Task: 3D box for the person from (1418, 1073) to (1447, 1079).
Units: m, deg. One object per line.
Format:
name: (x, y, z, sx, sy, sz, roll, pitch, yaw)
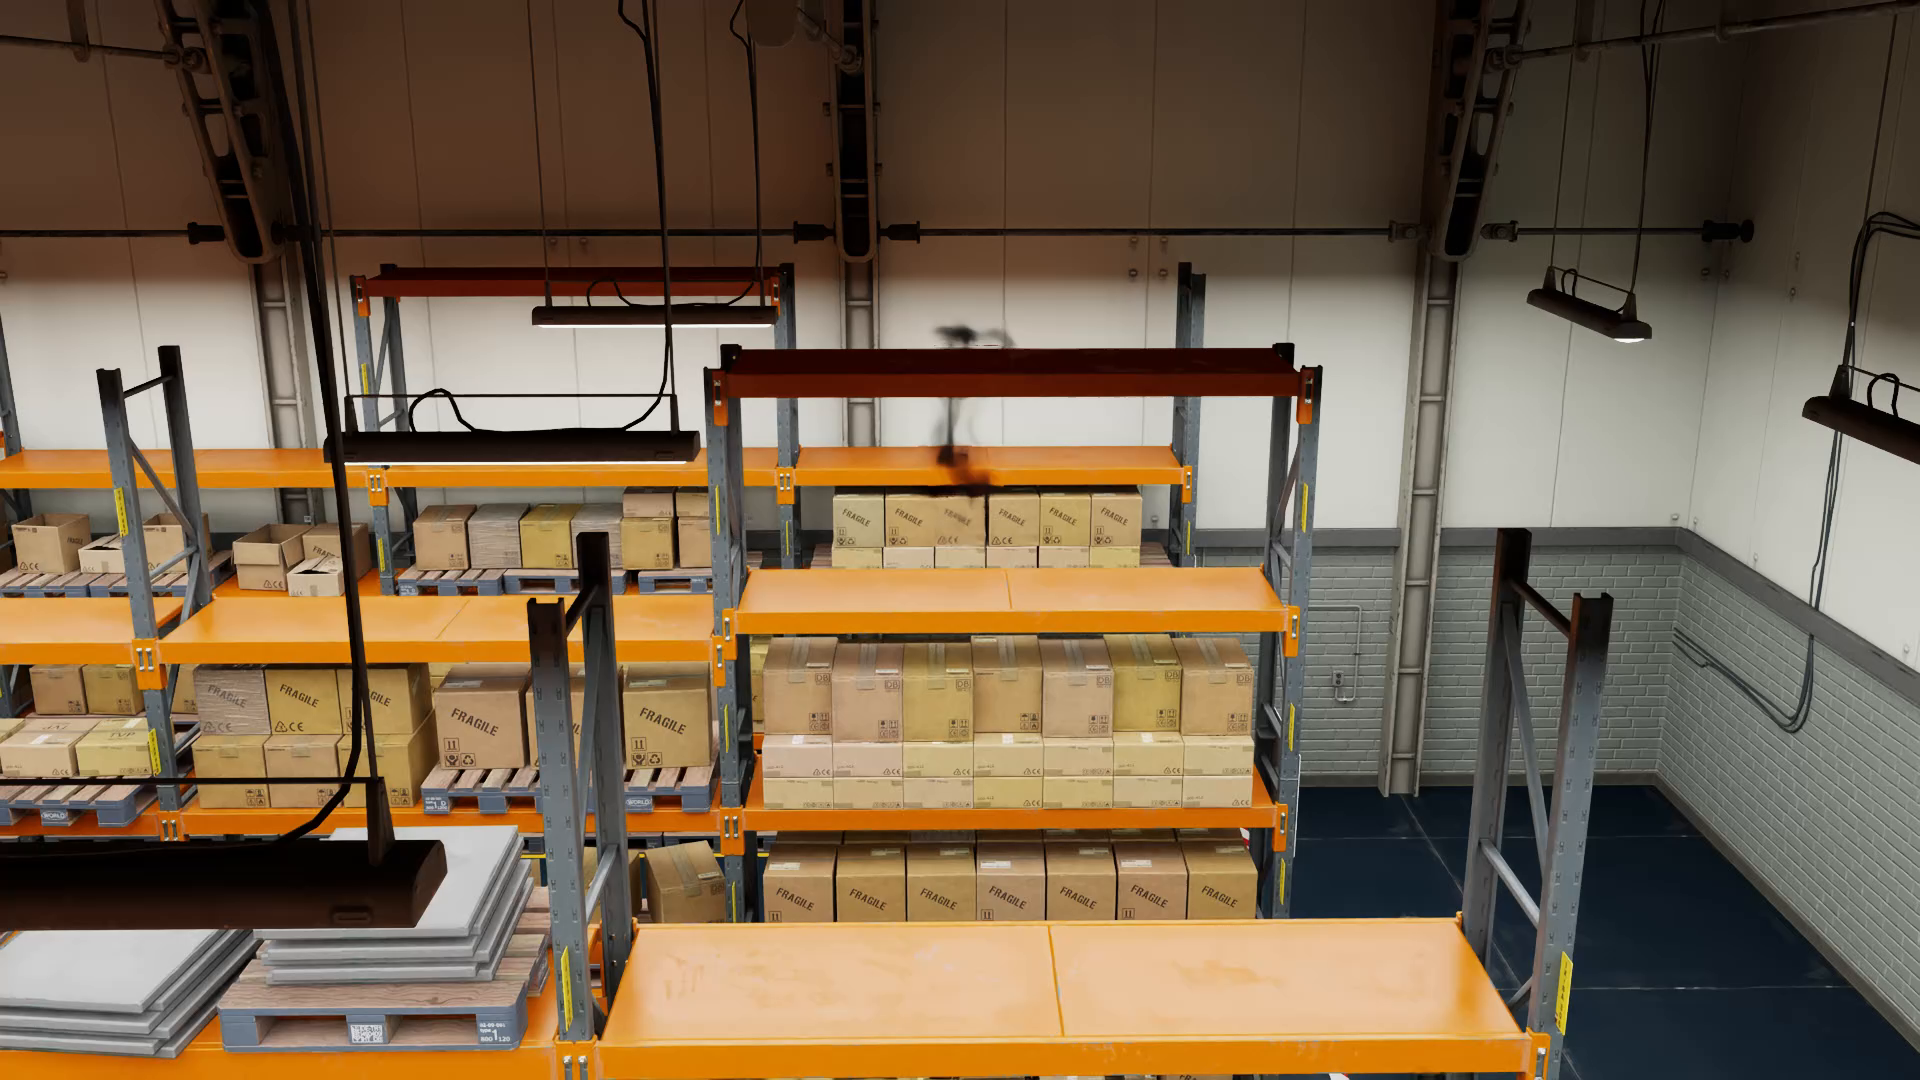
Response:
person: (3.535, 3.736, 12.951, 0.618, 1.584, 0.536, -2, 16, -8)
